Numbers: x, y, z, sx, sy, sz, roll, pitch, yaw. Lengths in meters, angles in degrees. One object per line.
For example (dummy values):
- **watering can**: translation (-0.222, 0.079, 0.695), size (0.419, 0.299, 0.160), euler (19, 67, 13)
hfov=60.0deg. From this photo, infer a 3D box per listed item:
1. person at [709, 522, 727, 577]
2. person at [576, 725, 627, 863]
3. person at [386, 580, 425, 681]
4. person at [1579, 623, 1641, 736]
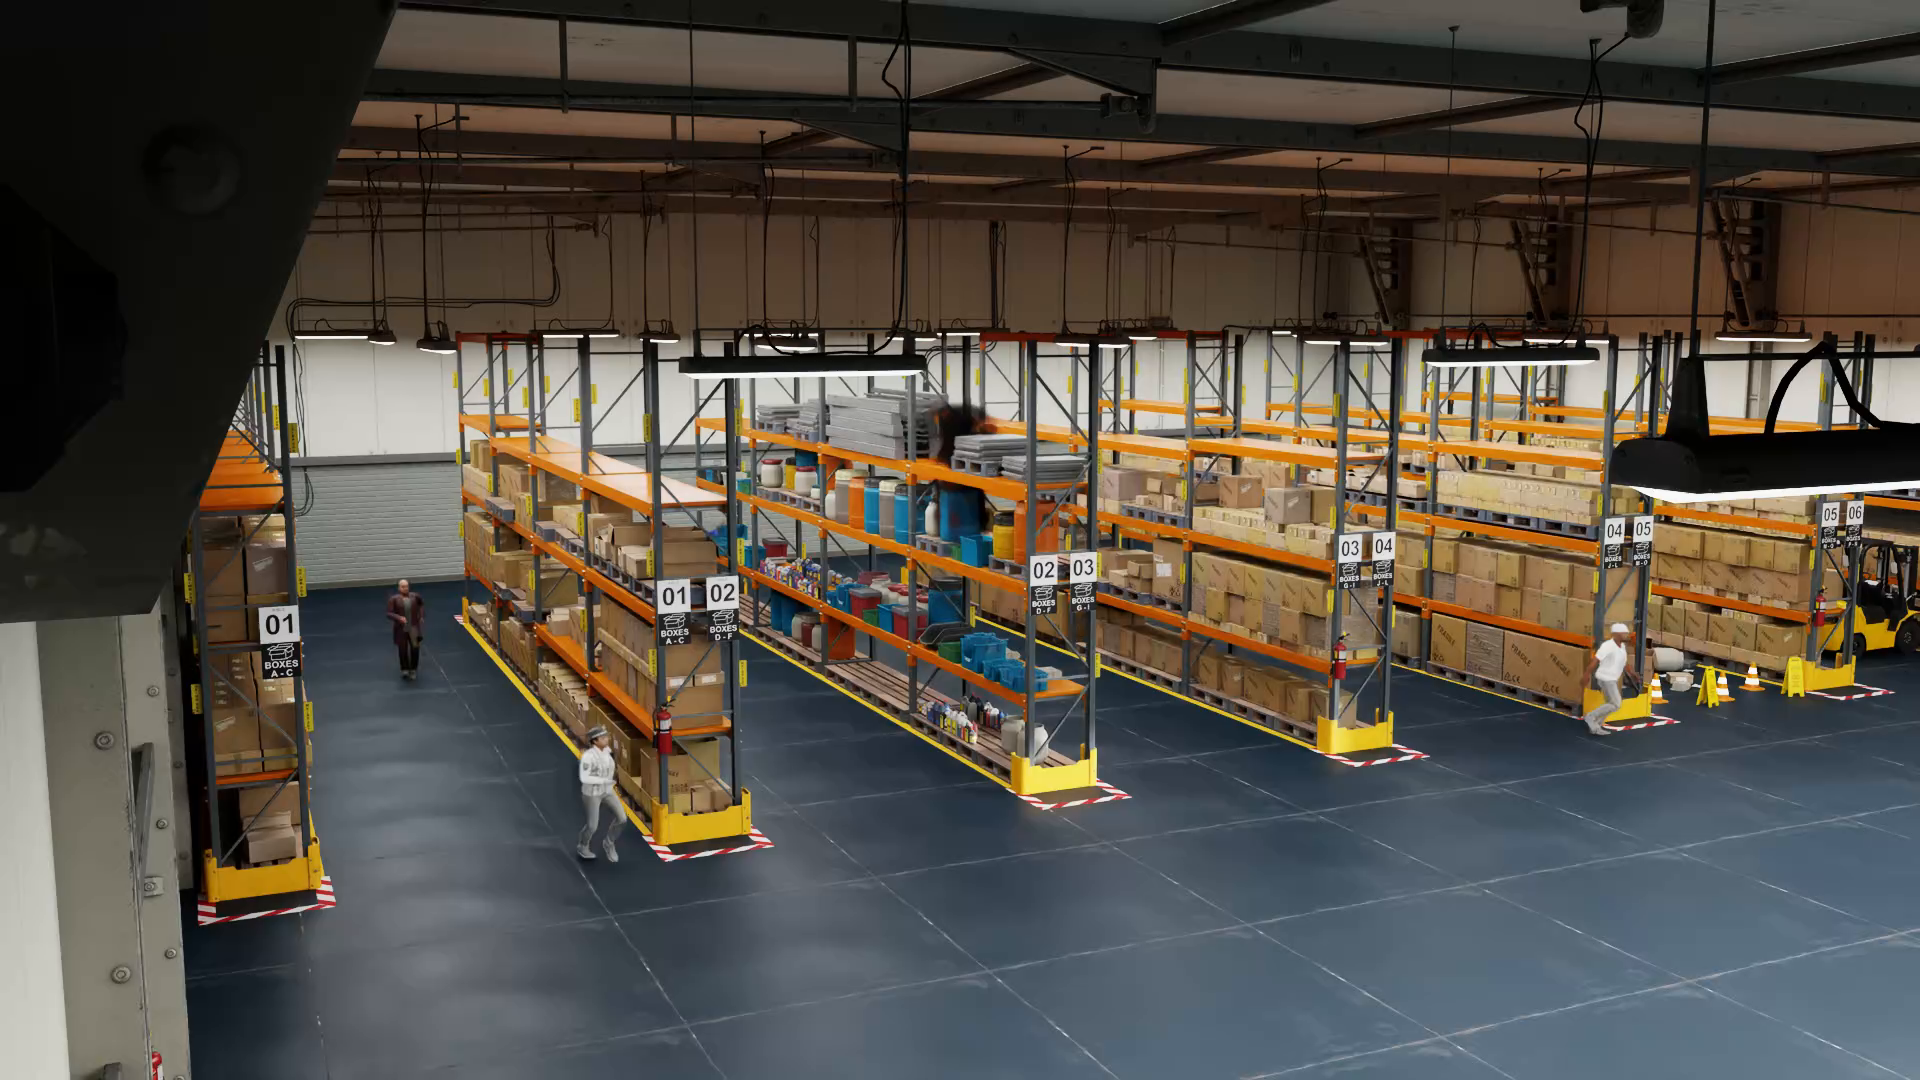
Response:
- **person**: translation (-5.811, 0.390, 38.507), size (0.964, 1.618, 0.621), euler (-3, 8, -21)
- **person**: translation (-4.171, 2.931, 19.222), size (0.751, 1.667, 0.604), euler (6, 10, 38)
- **person**: translation (-9.614, 1.570, 28.903), size (0.662, 1.780, 0.848), euler (-3, 8, -24)
- **person**: translation (9.820, 2.100, 25.079), size (0.756, 1.723, 0.691), euler (6, 10, 37)
